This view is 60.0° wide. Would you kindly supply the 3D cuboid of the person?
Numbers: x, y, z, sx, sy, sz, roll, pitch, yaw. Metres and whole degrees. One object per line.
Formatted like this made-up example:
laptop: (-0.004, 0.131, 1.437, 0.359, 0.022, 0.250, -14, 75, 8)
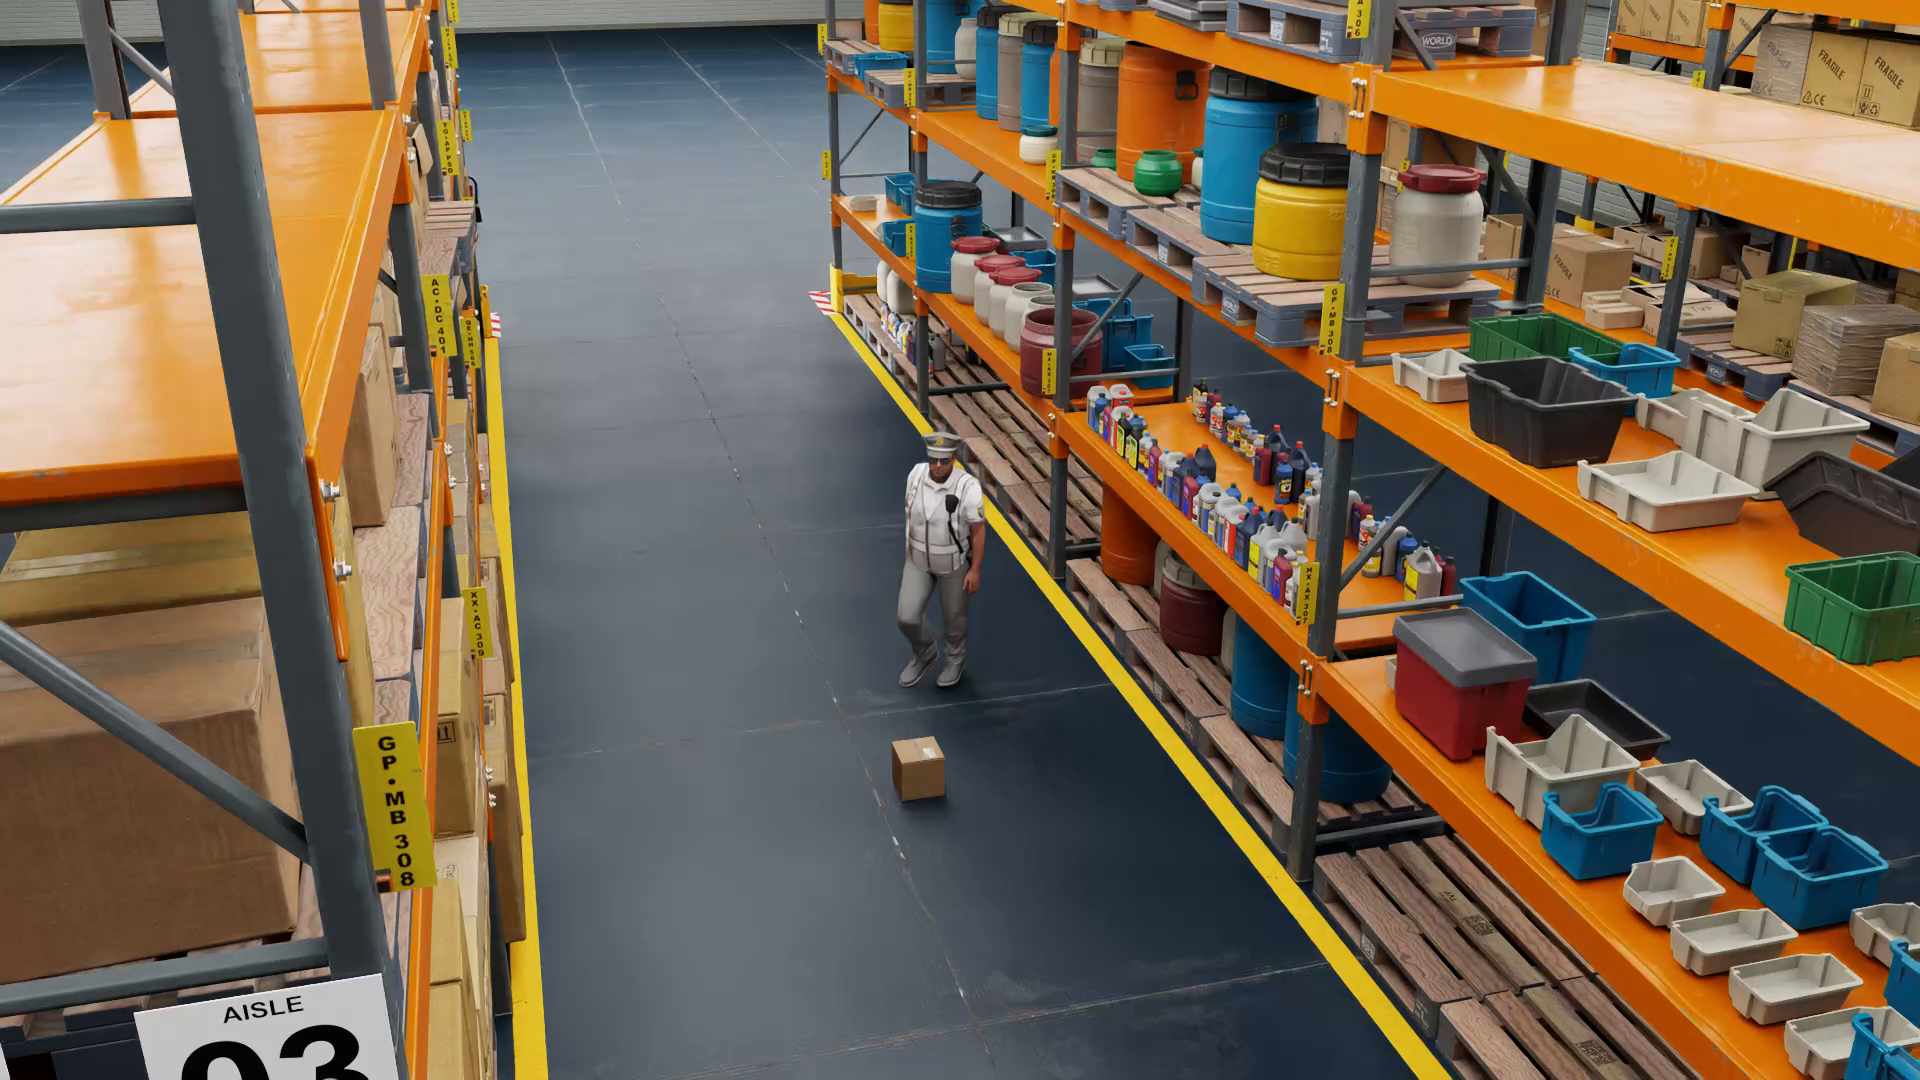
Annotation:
person: (-0.105, 0.122, 10.321, 0.569, 1.757, 0.519, 8, 24, 18)
